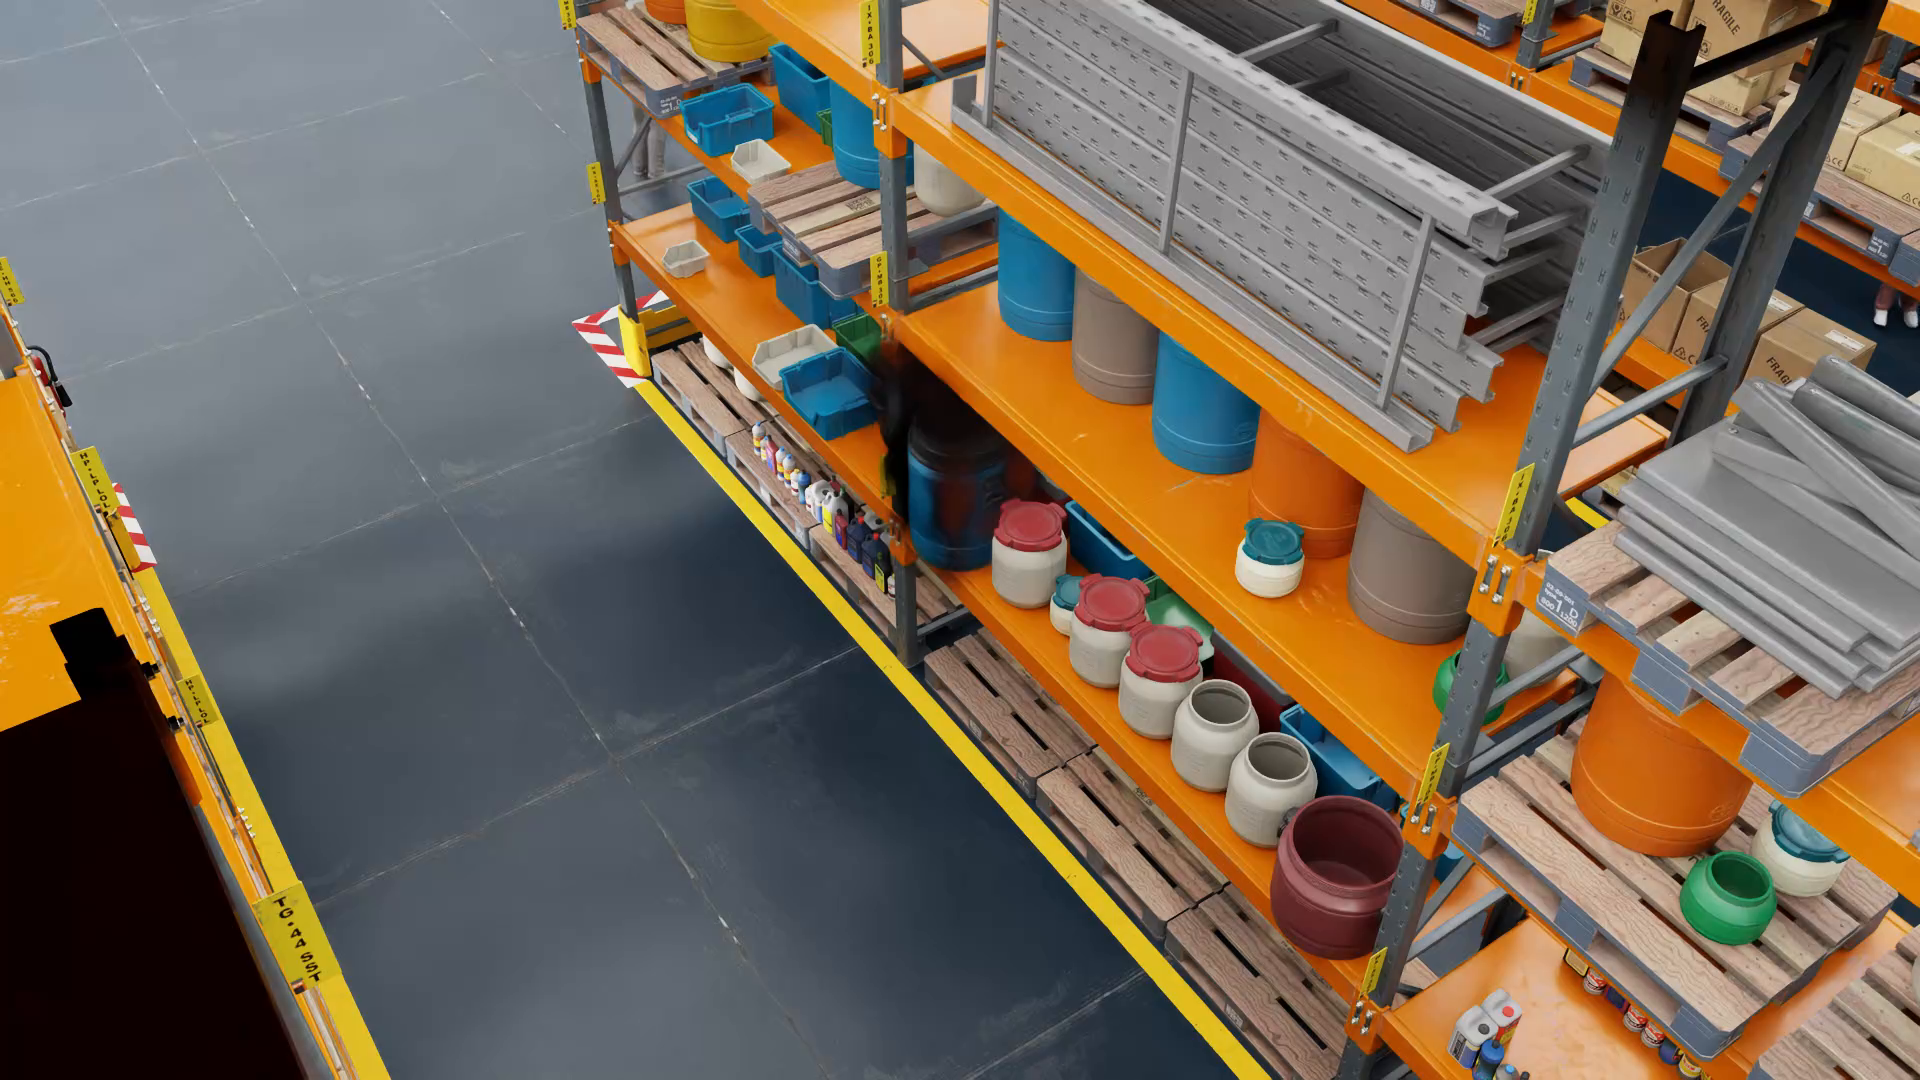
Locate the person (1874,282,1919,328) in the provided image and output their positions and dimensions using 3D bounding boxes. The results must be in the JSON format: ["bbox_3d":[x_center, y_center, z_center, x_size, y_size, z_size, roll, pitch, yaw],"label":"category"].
[{"bbox_3d":[7.675,-2.455,13.183,0.453,1.674,0.401,26,49,26],"label":"person"}]

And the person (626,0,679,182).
[{"bbox_3d":[-2.821,-4.033,14.923,0.582,1.724,0.398,33,52,30],"label":"person"}]
